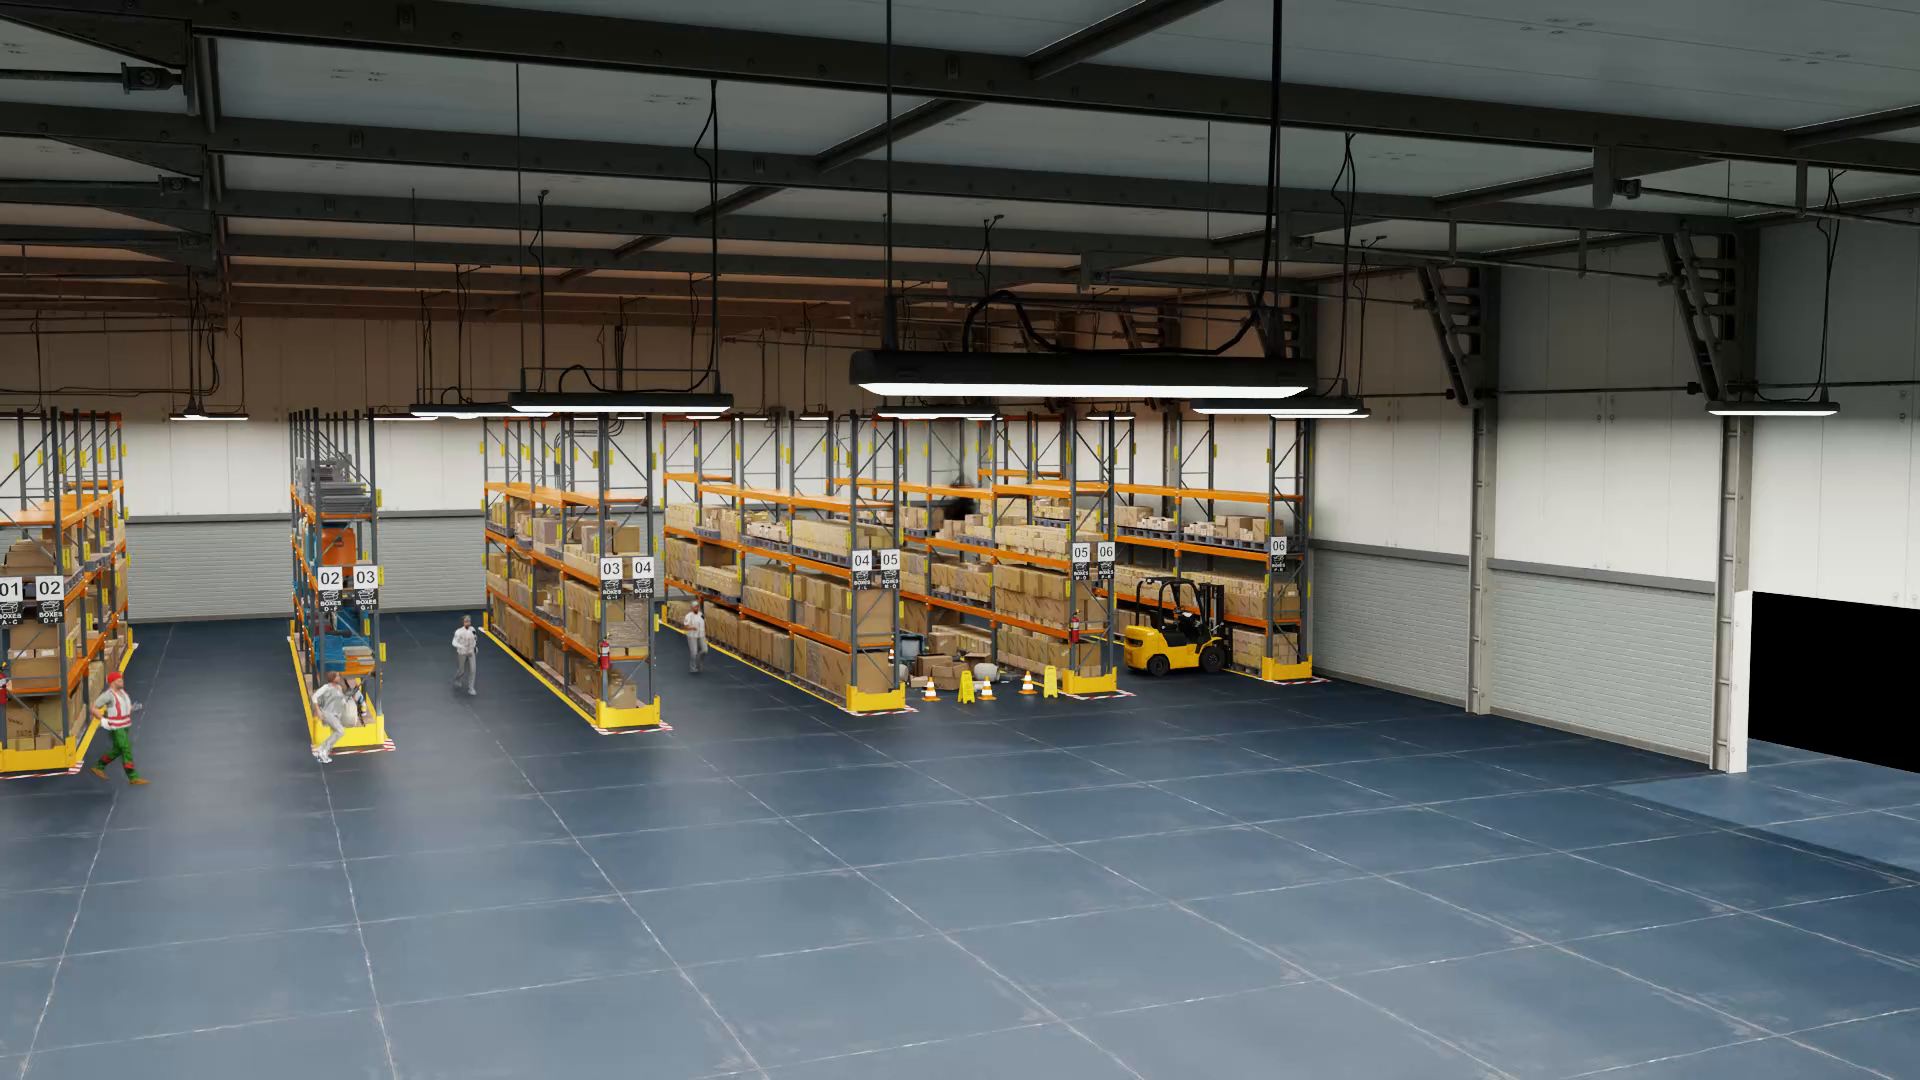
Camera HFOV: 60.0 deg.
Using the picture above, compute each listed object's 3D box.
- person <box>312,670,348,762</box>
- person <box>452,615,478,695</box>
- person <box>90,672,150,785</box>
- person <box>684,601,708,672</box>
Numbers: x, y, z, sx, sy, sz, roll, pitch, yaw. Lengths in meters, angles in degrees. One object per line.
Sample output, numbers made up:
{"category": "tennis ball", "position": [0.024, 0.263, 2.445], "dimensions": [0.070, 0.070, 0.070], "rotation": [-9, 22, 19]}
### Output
{"category": "person", "position": [-10.599, 2.978, 28.130], "dimensions": [0.535, 1.532, 0.555], "rotation": [1, 4, 11]}
{"category": "person", "position": [-10.516, 2.413, 35.275], "dimensions": [0.541, 1.681, 0.892], "rotation": [-3, 5, -38]}
{"category": "person", "position": [-13.269, 2.962, 26.212], "dimensions": [1.004, 1.771, 0.659], "rotation": [0, 4, 2]}
{"category": "person", "position": [-6.021, 2.231, 38.149], "dimensions": [0.591, 1.638, 0.575], "rotation": [-2, 5, -31]}
